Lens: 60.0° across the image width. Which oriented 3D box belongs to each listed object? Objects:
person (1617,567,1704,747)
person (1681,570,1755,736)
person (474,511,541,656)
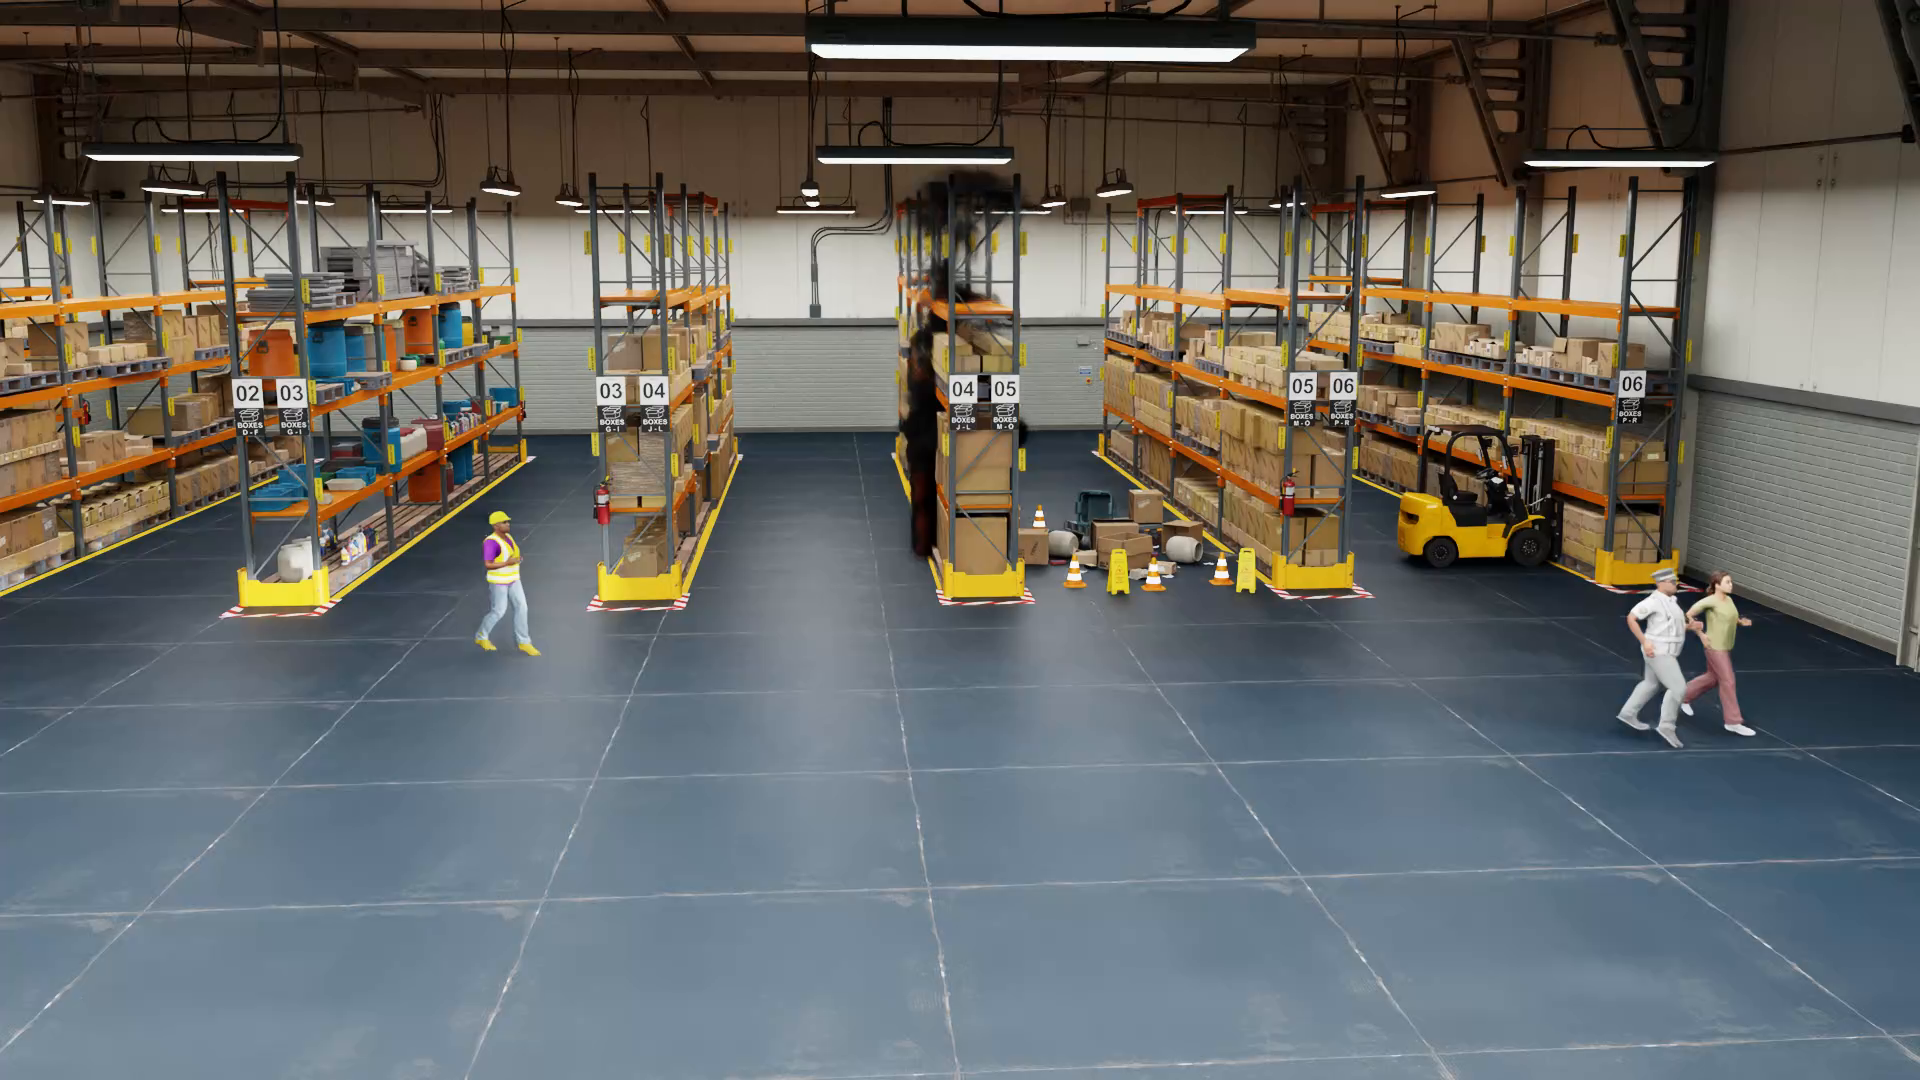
[{"bbox_3d":[7.161,1.178,16.980,0.770,1.851,0.633,7,12,34],"label":"person"},{"bbox_3d":[7.897,1.132,17.343,0.574,1.655,0.969,-8,13,-38],"label":"person"},{"bbox_3d":[-5.623,0.540,20.466,0.844,1.808,0.683,4,11,20],"label":"person"}]
